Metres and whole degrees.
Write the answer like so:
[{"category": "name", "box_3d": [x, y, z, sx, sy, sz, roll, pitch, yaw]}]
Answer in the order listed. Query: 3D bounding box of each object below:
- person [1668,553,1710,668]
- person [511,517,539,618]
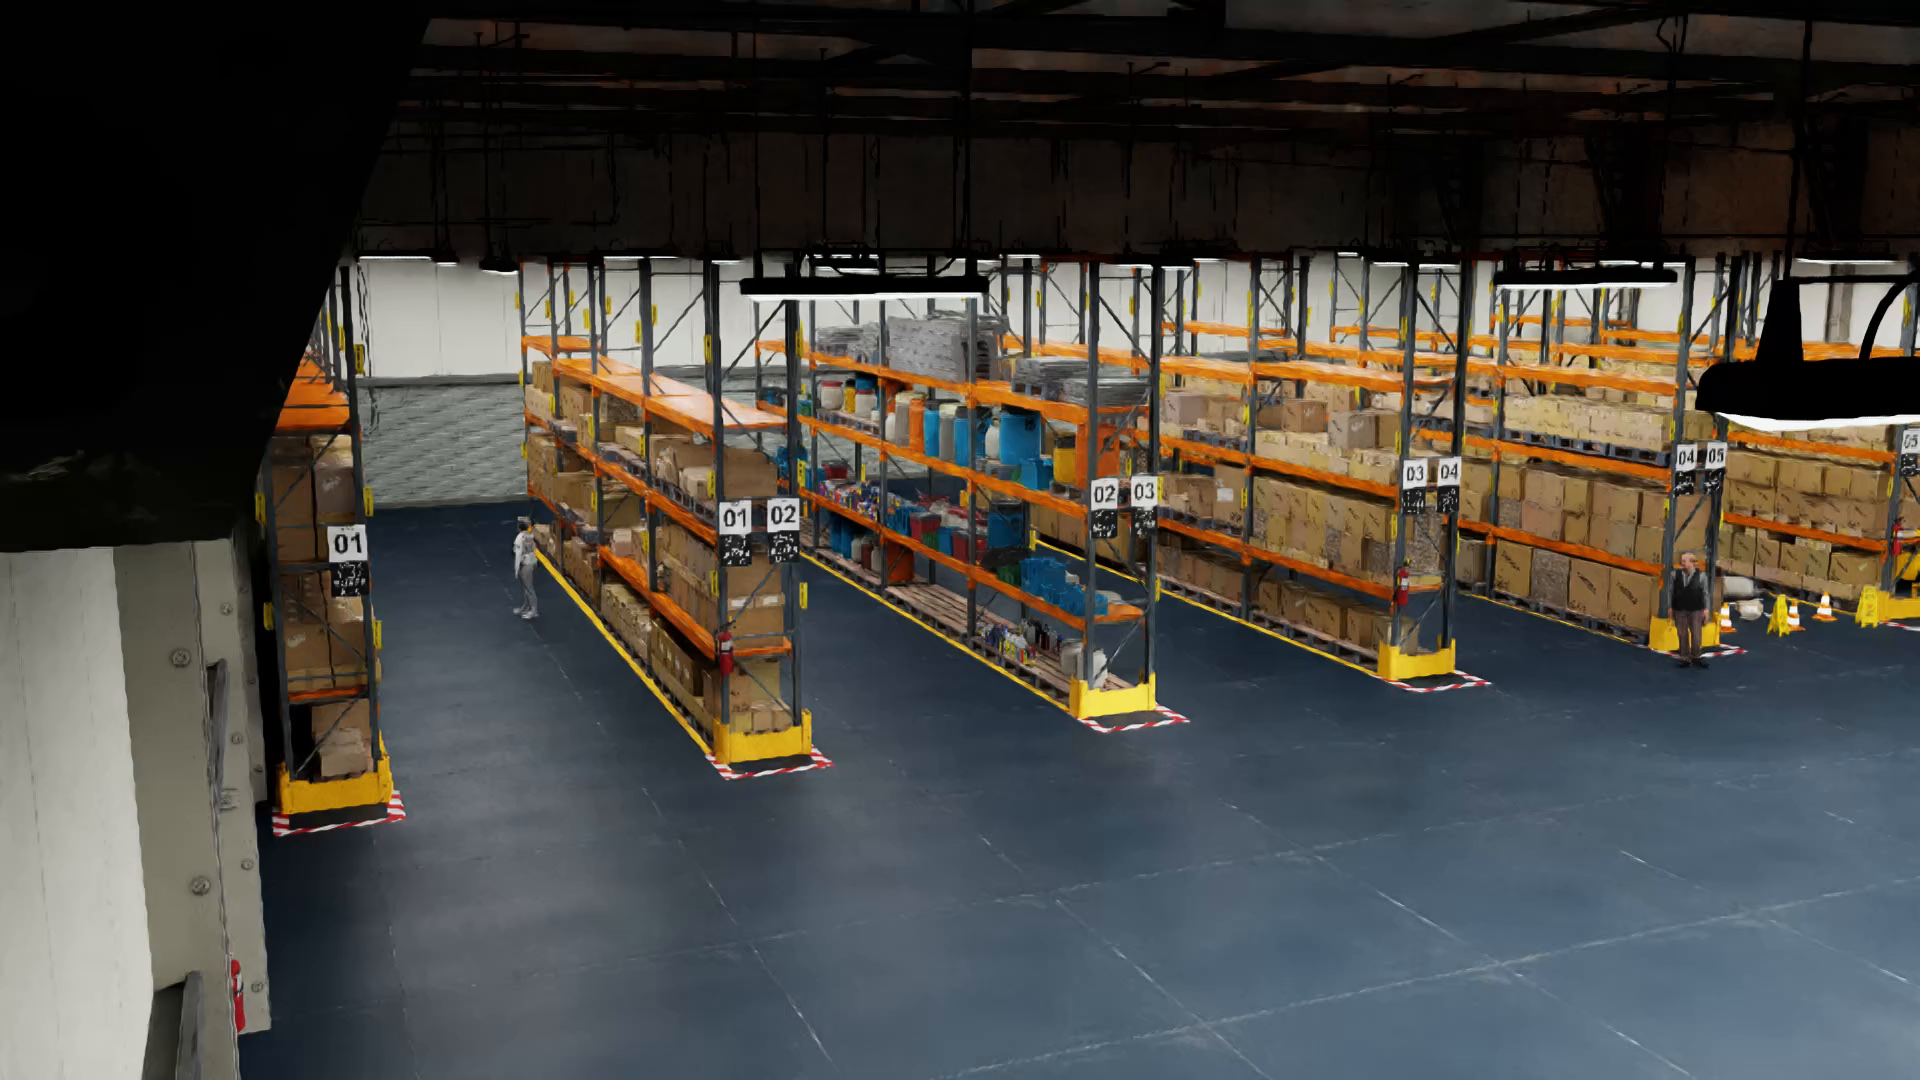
[{"category": "person", "box_3d": [10.771, 1.038, 24.545, 0.643, 1.715, 0.398, 8, 13, 36]}, {"category": "person", "box_3d": [-7.317, 0.442, 27.912, 0.543, 1.667, 0.573, 2, 11, 10]}]
